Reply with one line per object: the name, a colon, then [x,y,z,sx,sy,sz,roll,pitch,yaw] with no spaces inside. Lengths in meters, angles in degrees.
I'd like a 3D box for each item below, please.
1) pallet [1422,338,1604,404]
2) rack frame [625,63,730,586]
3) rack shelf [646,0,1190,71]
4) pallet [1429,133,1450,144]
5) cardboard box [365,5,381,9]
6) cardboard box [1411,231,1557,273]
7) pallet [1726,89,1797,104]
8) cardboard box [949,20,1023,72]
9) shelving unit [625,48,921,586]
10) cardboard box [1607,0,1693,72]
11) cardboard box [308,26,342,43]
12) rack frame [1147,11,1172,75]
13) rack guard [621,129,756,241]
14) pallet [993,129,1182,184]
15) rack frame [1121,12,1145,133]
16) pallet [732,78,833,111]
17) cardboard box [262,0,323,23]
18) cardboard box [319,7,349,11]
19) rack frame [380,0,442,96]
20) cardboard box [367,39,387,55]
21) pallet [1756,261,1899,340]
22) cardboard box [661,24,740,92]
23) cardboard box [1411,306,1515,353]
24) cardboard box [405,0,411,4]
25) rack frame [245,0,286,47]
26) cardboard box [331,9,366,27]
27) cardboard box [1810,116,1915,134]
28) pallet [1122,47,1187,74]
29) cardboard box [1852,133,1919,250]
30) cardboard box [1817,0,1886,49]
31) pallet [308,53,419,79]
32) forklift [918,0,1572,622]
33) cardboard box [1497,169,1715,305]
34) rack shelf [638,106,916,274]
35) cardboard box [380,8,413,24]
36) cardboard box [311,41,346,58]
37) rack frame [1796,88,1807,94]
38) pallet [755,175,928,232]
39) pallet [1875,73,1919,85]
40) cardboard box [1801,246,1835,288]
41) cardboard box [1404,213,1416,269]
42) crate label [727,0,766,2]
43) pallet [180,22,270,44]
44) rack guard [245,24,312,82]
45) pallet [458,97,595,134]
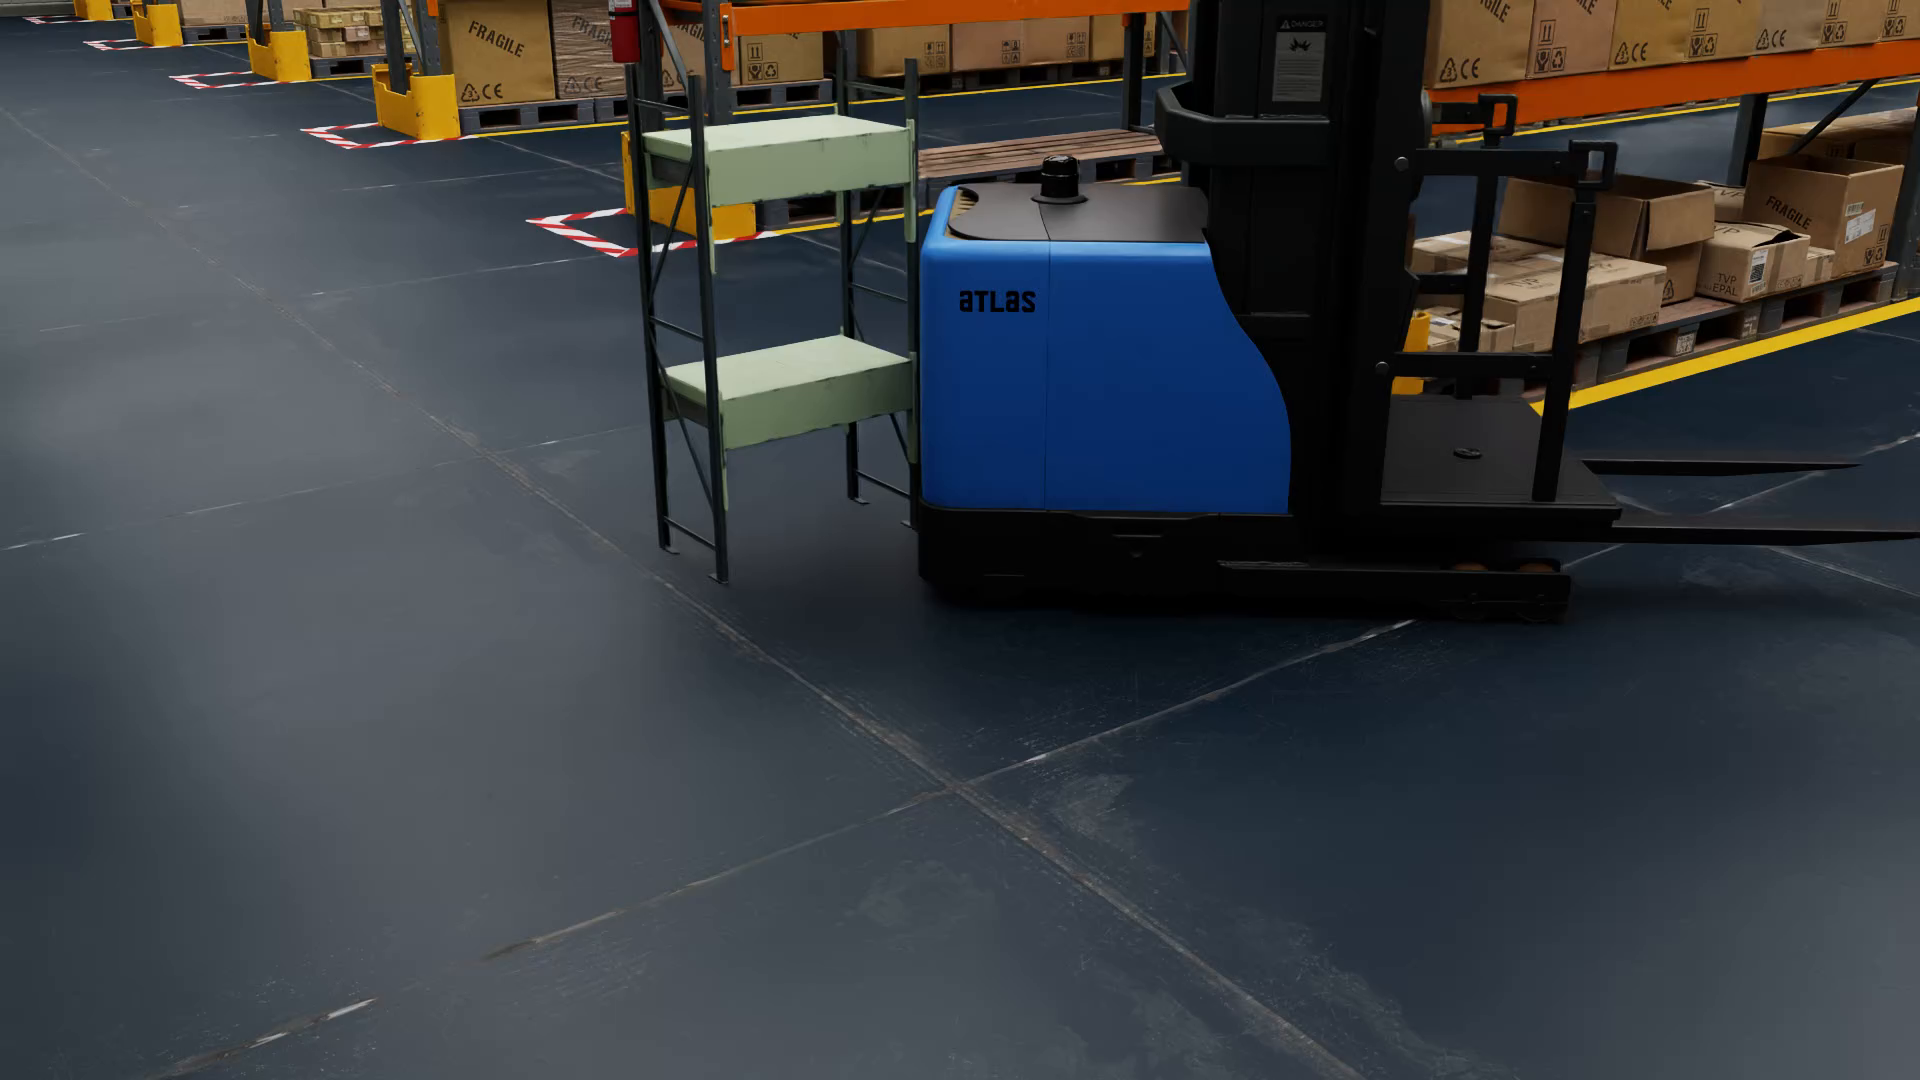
pallet: [1.929,-0.776,7.056,1.213,0.211,1.003,-15,26,-33]
rack frame: [-0.834,-0.618,4.921,0.023,1.500,0.400,-16,27,-35]
rack shelf: [-0.046,-3.471,11.019,4.000,0.370,1.077,-15,26,-33]
pallet: [3.219,-3.363,13.540,1.213,0.211,1.003,-15,26,-33]
cardboard box: [-6.474,-5.883,18.570,0.250,0.149,0.380,-16,27,-35]
cardboard box: [2.306,-1.197,7.466,0.500,0.250,0.500,-15,26,-33]
pallet: [7.456,-4.493,16.372,1.213,0.211,1.003,-15,26,-33]
cardboard box: [-0.083,-5.275,16.868,0.875,0.875,1.225,-16,27,-35]
shelving unit: [-0.545,-0.701,5.131,0.755,1.500,0.431,-16,27,-35]
cardboard box: [2.559,-2.166,6.642,0.500,0.500,0.500,-15,26,-33]
cardboard box: [-6.802,-5.422,17.815,0.250,0.149,0.380,-14,26,-31]
rack frame: [1.932,-6.594,17.875,0.127,3.000,1.000,-15,26,-33]
rack guard: [-1.681,-2.203,10.241,0.348,0.500,1.175,-15,26,-33]
pallet: [1.003,-2.772,12.059,1.213,0.211,1.003,-15,26,-33]
rack frame: [1.577,-4.238,11.971,0.127,3.000,1.000,-15,26,-33]
pallet: [-1.978,-4.292,15.868,1.213,0.211,1.003,-15,26,-33]
cardboard box: [-9.134,-7.223,22.340,0.875,0.438,0.875,-14,26,-31]
cardboard box: [-6.858,-5.752,18.241,0.250,0.149,0.380,-14,26,-32]
rack frame: [-4.562,-4.863,13.535,0.127,3.000,1.000,-15,26,-33]
cardboard box: [-6.402,-5.402,18.166,0.250,0.149,0.380,-15,26,-32]
pallet: [3.909,-1.304,8.379,1.213,0.211,1.003,-15,26,-33]
cardboard box: [-2.628,-4.623,15.235,0.875,0.875,0.875,-15,26,-33]
cardboard box: [1.964,-0.811,6.612,0.250,0.166,0.380,-15,26,-33]
cardboard box: [-7.675,-7.611,23.314,0.875,0.438,0.875,-15,26,-34]
rack frame: [-7.377,-6.377,17.329,0.127,3.000,1.000,-15,26,-33]
cardboard box: [-6.600,-5.631,17.938,0.250,0.149,0.380,-14,26,-32]
cardboard box: [5.107,-2.088,9.361,0.500,0.500,0.500,-15,26,-33]
pallet: [2.567,-5.468,18.814,1.213,0.211,1.003,-15,26,-33]
cardboard box: [5.002,-1.822,8.695,0.500,0.500,0.500,-16,27,-35]
cardboard box: [3.794,-2.496,7.470,0.500,0.500,0.500,-14,26,-31]
pallet: [-6.635,-5.263,18.301,1.213,0.211,1.003,-15,26,-33]
forklift: [1.411,-1.327,4.768,3.031,2.935,1.130,1,22,3]
cardboard box: [2.945,-1.384,7.592,0.637,0.503,0.797,-15,26,-33]
rack shelf: [-0.545,-1.064,4.986,0.720,0.370,0.431,-16,27,-35]
cardboard box: [-6.167,-5.726,18.175,0.250,0.149,0.380,-16,27,-35]
cardboard box: [-6.765,-5.265,17.823,0.250,0.149,0.380,-14,26,-32]
rack frame: [8.071,-5.970,16.310,0.127,3.000,1.000,-15,26,-33]
pallet: [-0.977,-2.244,10.736,1.213,0.211,1.003,-15,26,-33]
pallet: [9.632,-5.073,17.825,1.213,0.211,1.003,-15,26,-33]
cardboard box: [3.901,-1.320,7.909,0.250,0.149,0.380,-15,26,-33]
cardboard box: [1.518,-1.117,6.927,0.500,0.500,0.500,-15,26,-33]
crate label: [-1.277,-3.277,9.707,0.303,0.233,0.416,-15,26,-33]
pallet: [-9.746,-6.746,22.016,1.213,0.211,1.003,-15,26,-33]
rack guard: [-7.315,-5.232,17.834,0.348,0.500,1.175,-15,26,-33]
pallet: [-3.959,-3.764,14.545,1.213,0.211,1.003,-15,26,-33]
